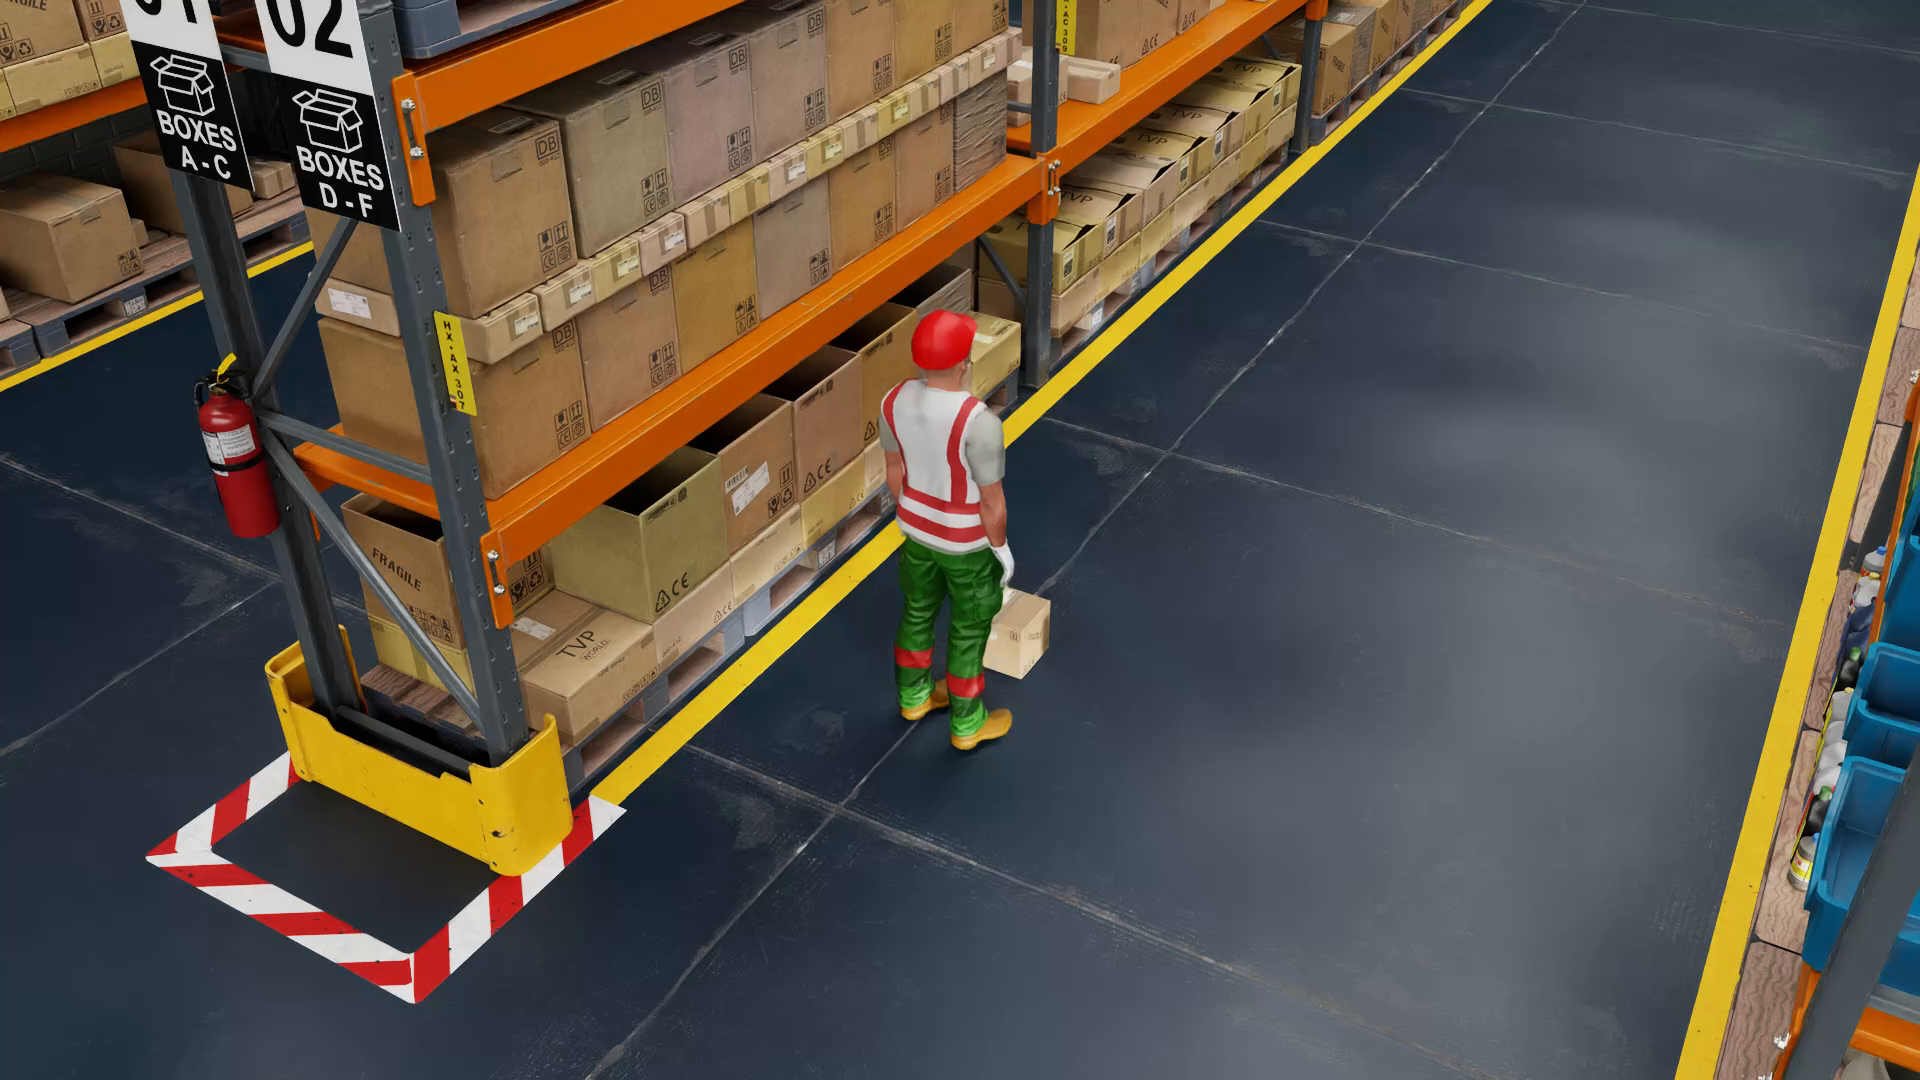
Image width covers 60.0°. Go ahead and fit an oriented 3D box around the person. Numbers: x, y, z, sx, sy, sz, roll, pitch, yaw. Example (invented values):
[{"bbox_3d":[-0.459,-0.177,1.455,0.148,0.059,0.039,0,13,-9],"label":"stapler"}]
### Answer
[{"bbox_3d":[-0.033,-0.032,6.139,0.556,1.808,0.337,23,40,31],"label":"person"}]
